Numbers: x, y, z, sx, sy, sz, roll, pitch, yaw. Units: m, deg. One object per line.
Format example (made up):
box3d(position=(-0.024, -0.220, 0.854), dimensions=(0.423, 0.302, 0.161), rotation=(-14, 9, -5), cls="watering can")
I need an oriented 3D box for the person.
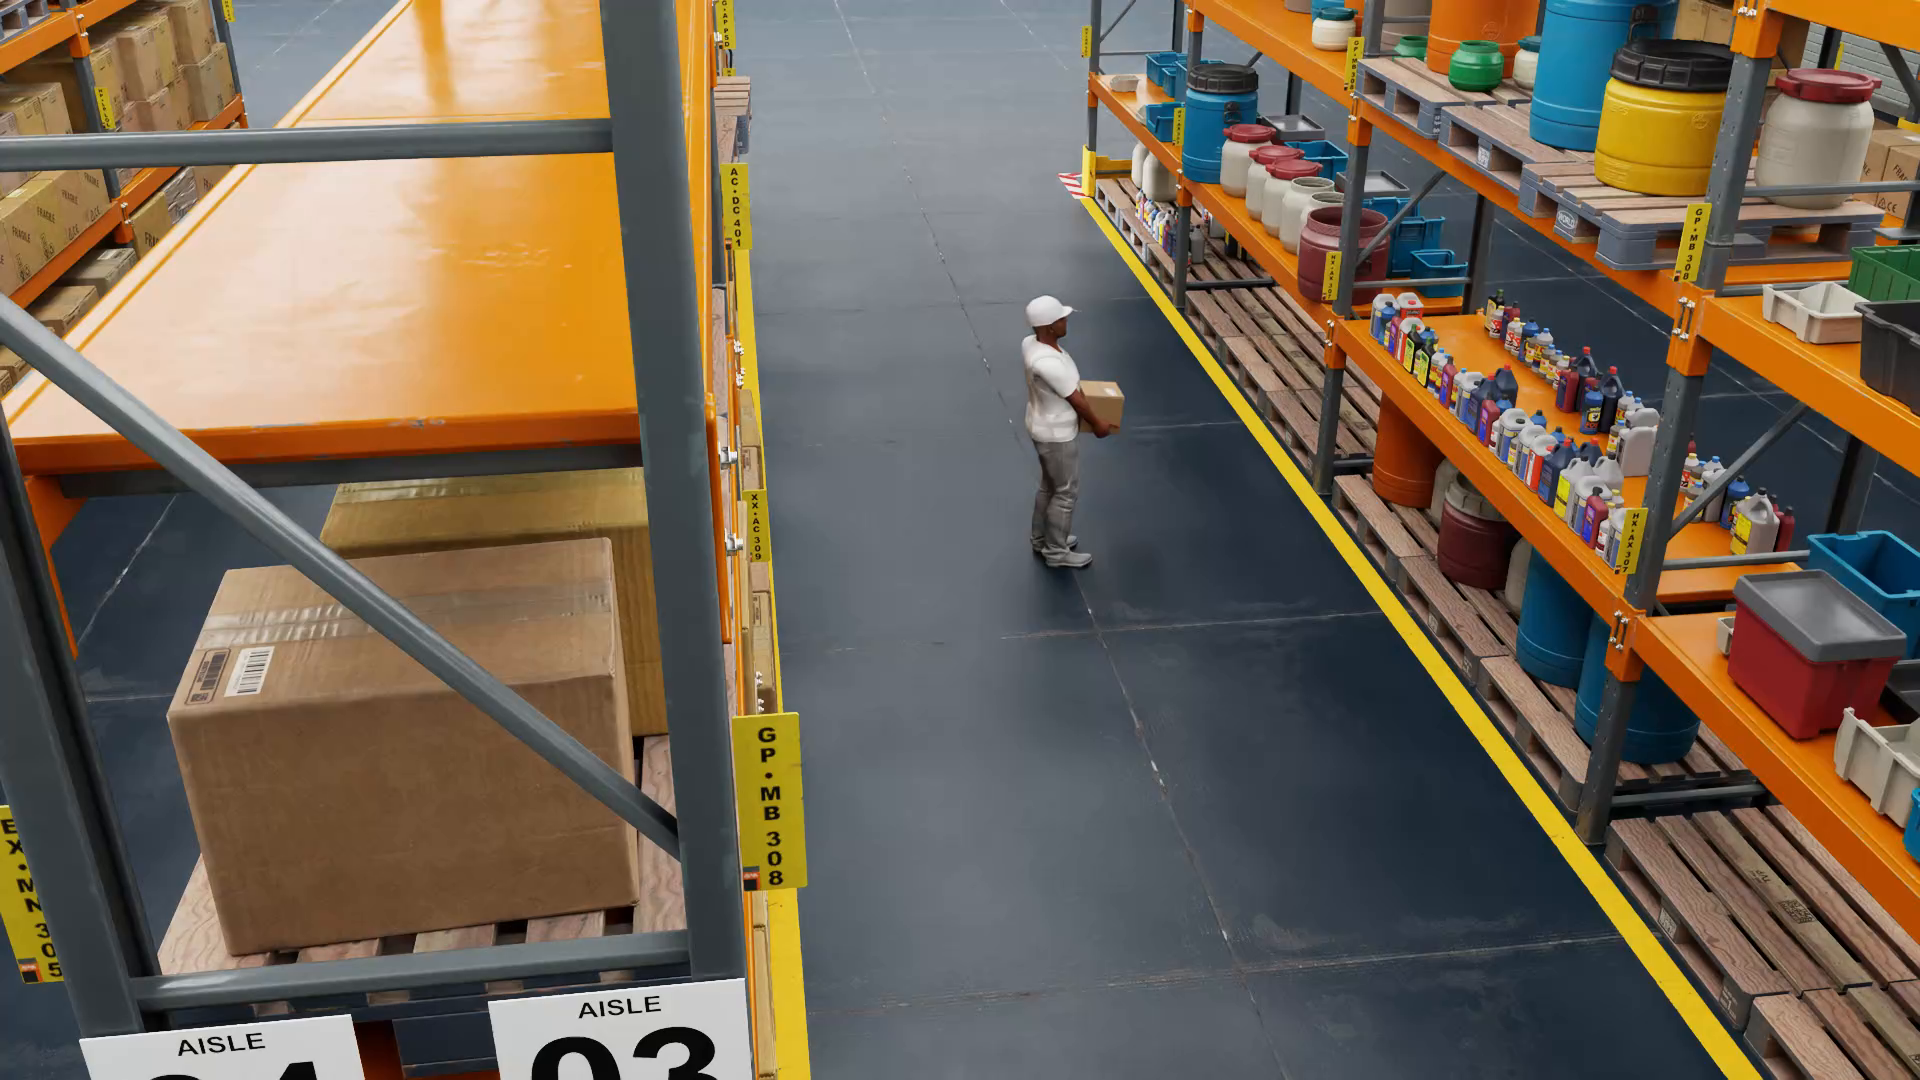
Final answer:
box3d(position=(0.678, -0.685, 10.430), dimensions=(0.587, 1.758, 0.502), rotation=(-4, 27, -7), cls="person")
